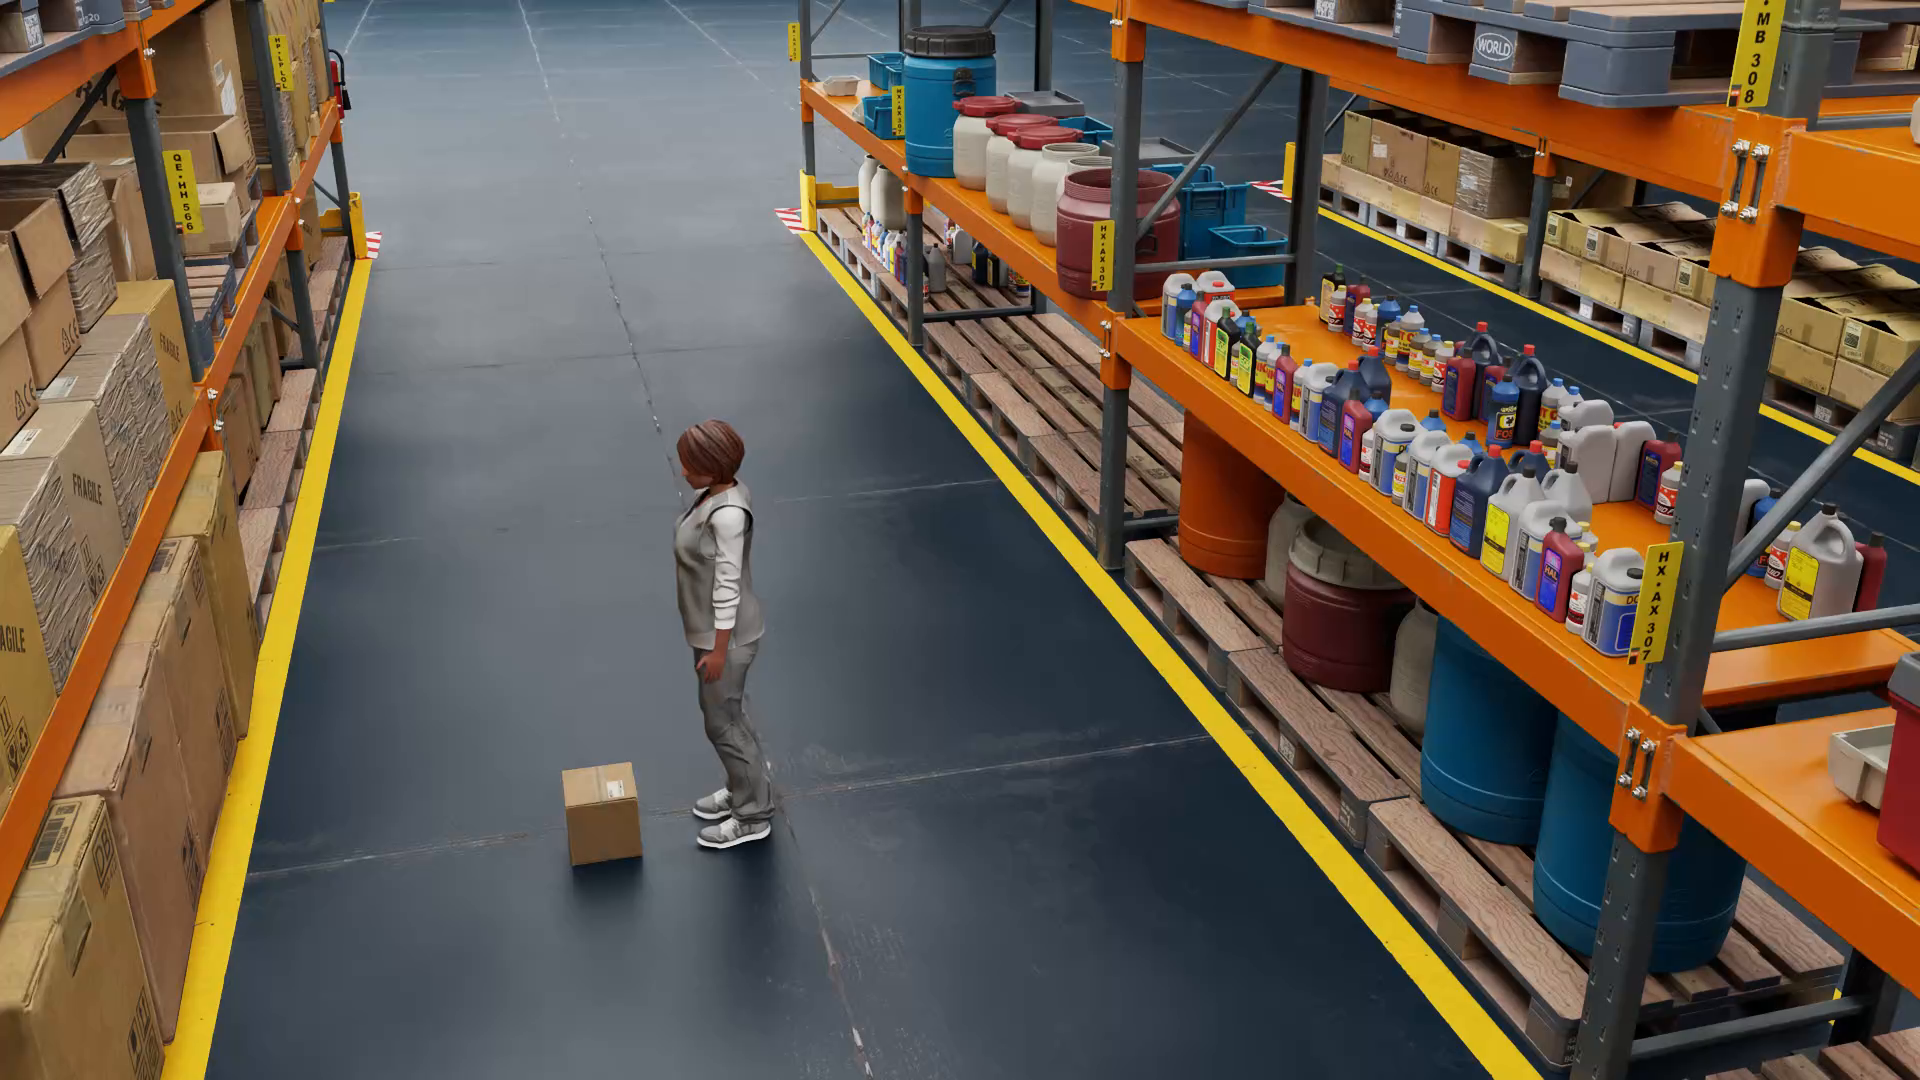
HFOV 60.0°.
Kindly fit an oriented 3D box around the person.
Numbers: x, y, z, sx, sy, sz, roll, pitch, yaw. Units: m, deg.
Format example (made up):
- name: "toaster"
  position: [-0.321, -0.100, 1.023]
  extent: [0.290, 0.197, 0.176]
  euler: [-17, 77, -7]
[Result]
- name: "person"
  position: [-0.832, 0.337, 5.838]
  extent: [0.304, 1.595, 0.407]
  euler: [-6, 24, -13]
